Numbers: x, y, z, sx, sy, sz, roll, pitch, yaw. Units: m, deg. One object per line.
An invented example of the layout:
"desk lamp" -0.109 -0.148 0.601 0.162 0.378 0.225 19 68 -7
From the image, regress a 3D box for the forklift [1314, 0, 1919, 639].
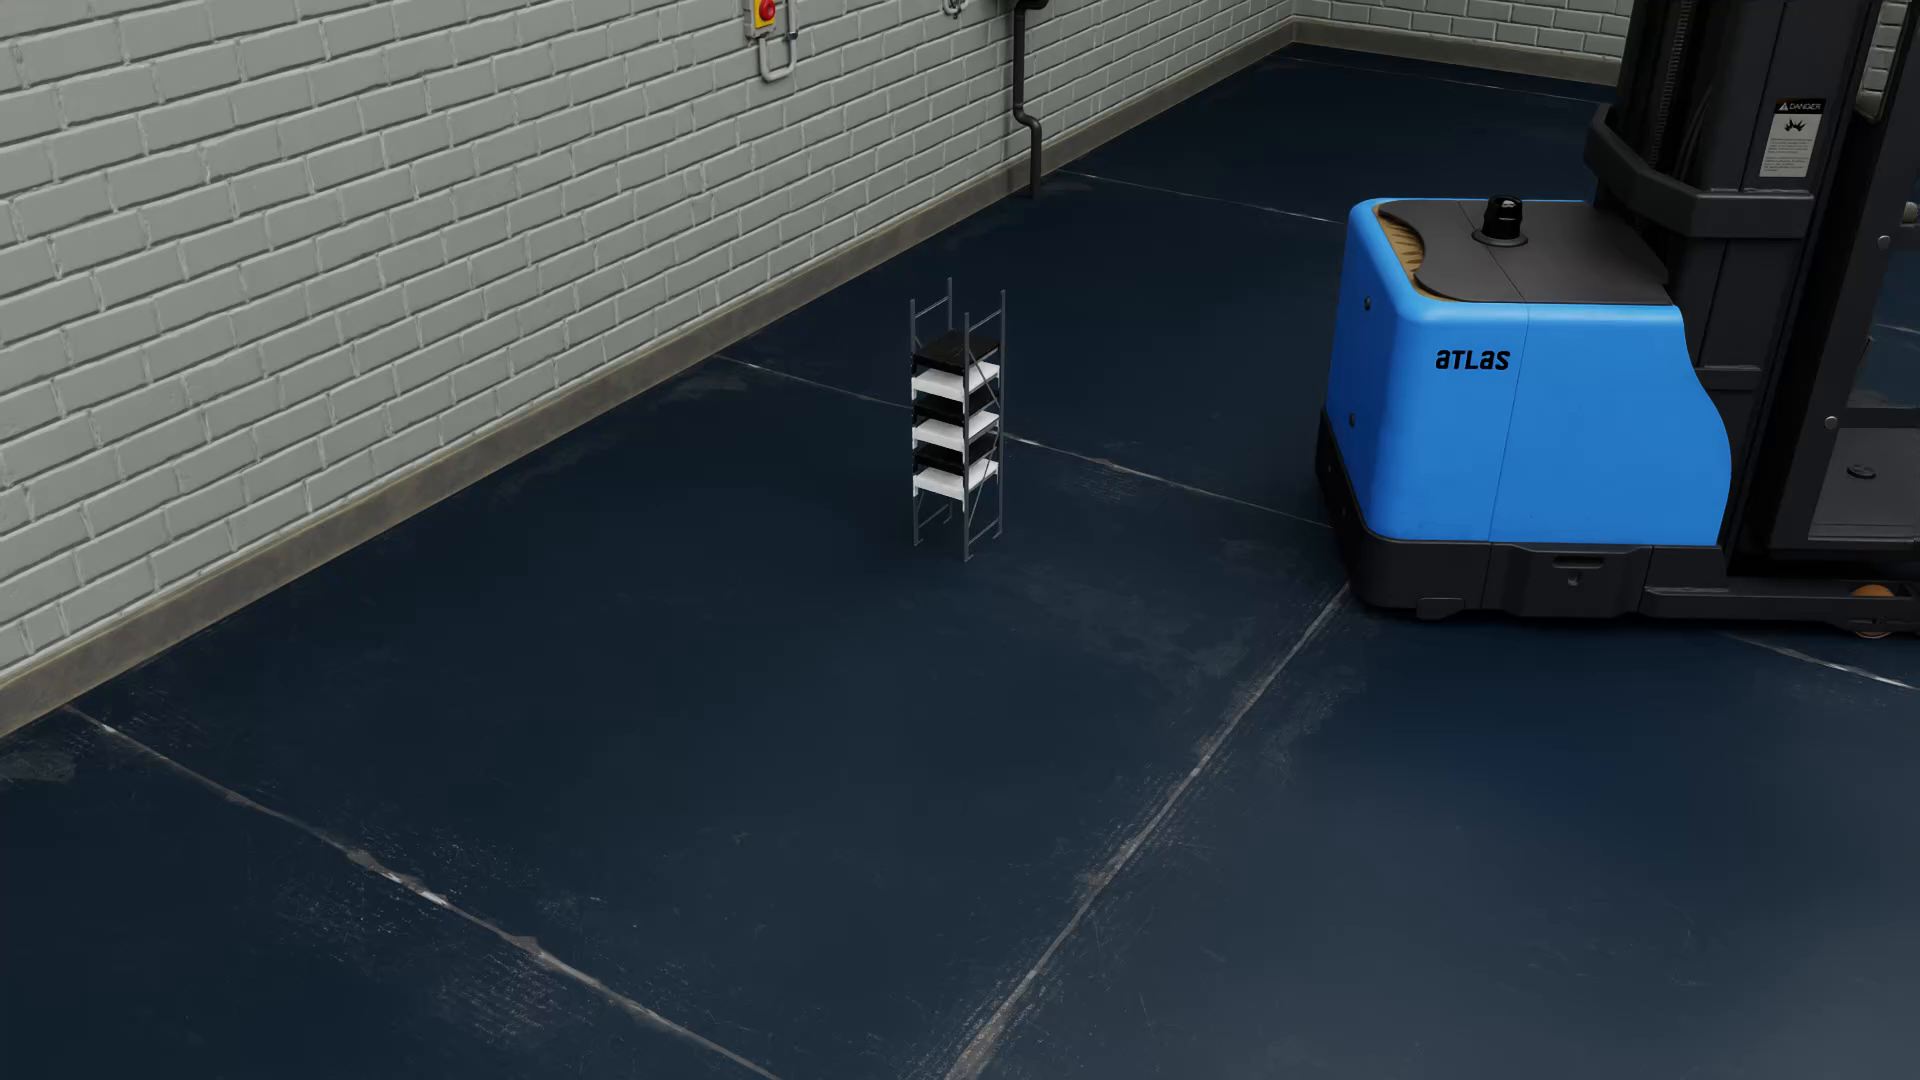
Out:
"forklift" 2.790 -1.227 4.945 3.031 2.935 1.130 1 30 2

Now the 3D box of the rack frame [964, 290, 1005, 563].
"rack frame" 0.079 -0.364 5.480 0.006 0.900 0.240 18 35 27

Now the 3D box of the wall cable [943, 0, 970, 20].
"wall cable" -0.059 -3.310 7.438 0.122 1.984 0.588 18 35 27

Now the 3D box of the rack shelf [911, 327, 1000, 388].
"rack shelf" -0.007 -0.595 5.408 0.200 0.077 0.258 18 35 27

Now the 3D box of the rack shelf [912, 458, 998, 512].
"rack shelf" -0.007 -0.207 5.634 0.200 0.077 0.258 18 35 27

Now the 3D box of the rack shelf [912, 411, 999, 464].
"rack shelf" -0.007 -0.362 5.544 0.200 0.077 0.258 18 35 27

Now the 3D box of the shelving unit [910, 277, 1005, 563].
"shelving unit" -0.007 -0.391 5.527 0.210 0.900 0.258 18 35 27

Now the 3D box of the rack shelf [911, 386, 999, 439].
"rack shelf" -0.007 -0.440 5.498 0.200 0.077 0.258 18 35 27

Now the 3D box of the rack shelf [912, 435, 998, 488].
"rack shelf" -0.007 -0.284 5.589 0.200 0.077 0.258 18 35 27

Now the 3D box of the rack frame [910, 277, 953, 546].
"rack frame" -0.093 -0.418 5.574 0.006 0.900 0.240 18 35 27

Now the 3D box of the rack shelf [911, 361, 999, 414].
"rack shelf" -0.007 -0.518 5.453 0.200 0.077 0.258 18 35 27

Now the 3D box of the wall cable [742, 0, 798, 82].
"wall cable" -0.803 -2.715 6.387 0.123 1.953 0.585 18 35 27

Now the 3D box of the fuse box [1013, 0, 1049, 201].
"fuse box" 0.437 -2.563 8.446 0.414 1.711 0.539 18 35 27
